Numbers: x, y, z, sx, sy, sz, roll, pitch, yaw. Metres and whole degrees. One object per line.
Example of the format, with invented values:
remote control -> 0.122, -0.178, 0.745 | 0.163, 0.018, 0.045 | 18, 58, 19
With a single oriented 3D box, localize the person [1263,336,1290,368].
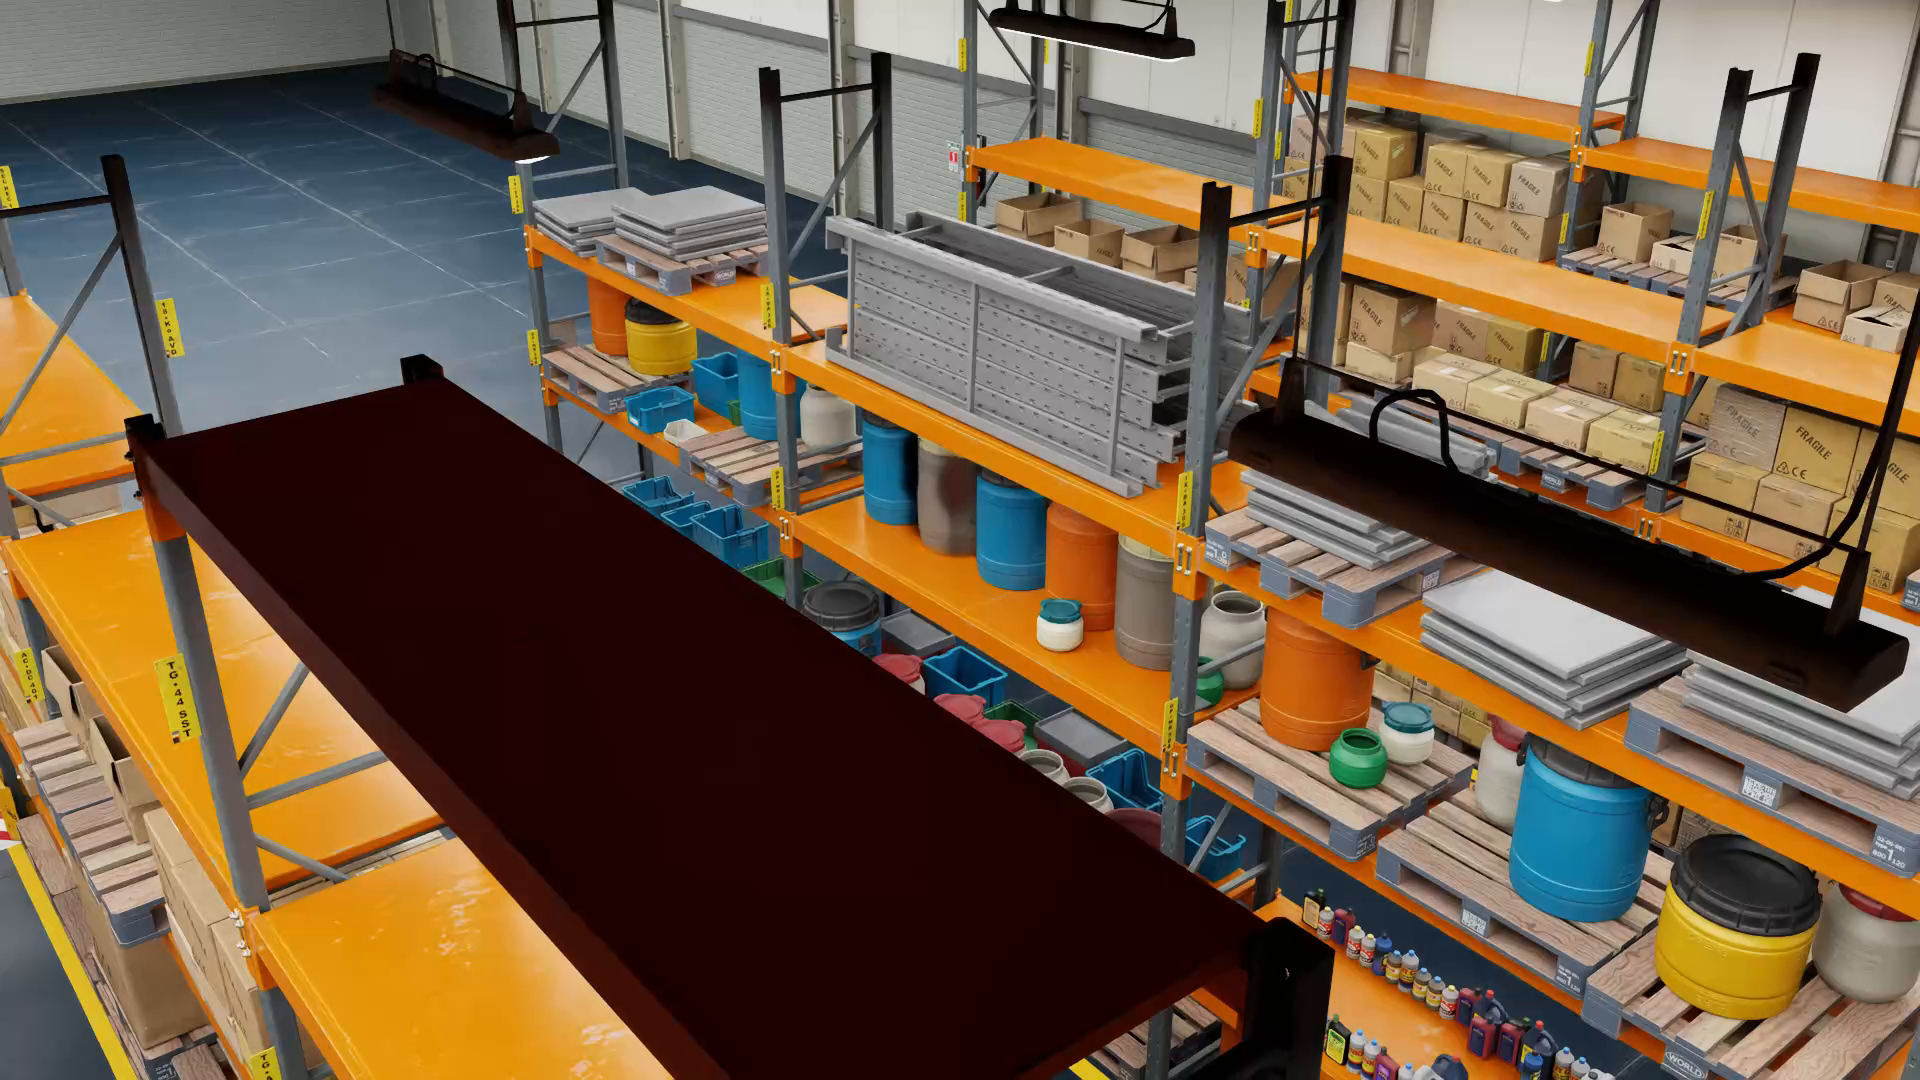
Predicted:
person -> 3.765, -1.690, 19.813 | 0.576, 1.710, 0.574 | -6, 27, -13
